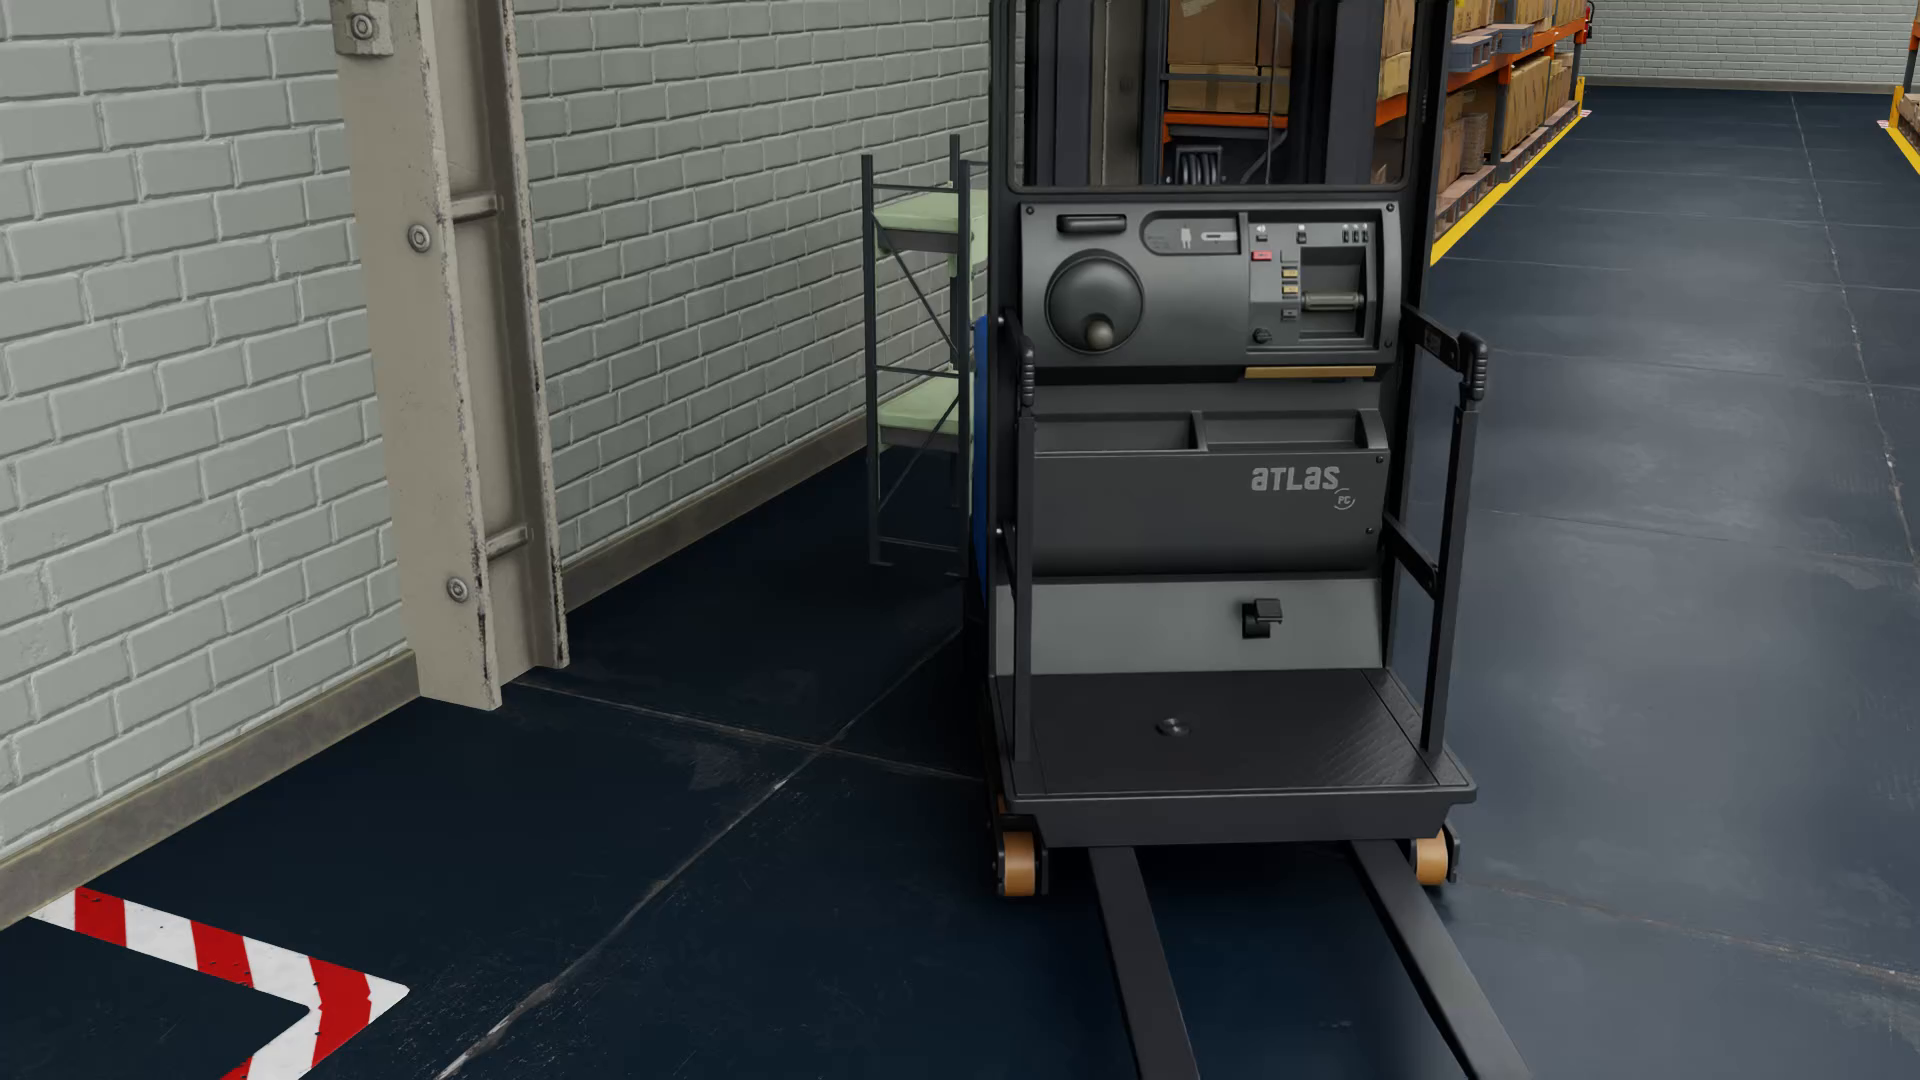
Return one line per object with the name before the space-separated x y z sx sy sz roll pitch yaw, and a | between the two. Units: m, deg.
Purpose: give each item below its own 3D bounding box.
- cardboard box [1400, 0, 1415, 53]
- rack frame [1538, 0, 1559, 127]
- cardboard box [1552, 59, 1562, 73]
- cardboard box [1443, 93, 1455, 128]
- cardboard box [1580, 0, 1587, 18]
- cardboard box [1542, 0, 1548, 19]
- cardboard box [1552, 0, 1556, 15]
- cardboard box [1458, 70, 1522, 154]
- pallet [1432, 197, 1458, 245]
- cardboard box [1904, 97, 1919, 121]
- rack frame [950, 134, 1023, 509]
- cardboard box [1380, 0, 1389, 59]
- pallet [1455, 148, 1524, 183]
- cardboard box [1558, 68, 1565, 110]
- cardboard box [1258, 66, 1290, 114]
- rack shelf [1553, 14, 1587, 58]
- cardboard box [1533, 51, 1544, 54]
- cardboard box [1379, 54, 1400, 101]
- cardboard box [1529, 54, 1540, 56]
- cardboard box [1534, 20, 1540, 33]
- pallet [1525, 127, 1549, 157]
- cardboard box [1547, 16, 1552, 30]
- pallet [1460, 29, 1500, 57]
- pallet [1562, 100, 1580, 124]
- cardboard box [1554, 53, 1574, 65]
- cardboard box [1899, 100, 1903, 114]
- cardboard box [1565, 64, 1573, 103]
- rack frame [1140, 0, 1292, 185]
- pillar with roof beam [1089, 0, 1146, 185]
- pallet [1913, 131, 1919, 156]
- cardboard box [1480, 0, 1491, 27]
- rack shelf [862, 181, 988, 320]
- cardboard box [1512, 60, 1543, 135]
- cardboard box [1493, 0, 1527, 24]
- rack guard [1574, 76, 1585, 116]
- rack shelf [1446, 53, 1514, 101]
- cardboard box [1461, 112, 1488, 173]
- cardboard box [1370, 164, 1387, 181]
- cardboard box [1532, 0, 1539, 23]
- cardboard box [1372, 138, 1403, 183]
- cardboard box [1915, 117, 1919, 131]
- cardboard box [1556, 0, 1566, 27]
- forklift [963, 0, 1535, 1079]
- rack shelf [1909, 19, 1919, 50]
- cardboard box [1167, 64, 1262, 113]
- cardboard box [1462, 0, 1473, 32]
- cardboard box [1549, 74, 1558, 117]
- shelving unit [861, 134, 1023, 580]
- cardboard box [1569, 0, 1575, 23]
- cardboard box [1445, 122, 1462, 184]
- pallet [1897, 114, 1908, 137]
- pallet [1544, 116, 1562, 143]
cardboard box | 2.585 -3.343 10.468 0.500 0.500 0.500 9 22 24
rack frame | 6.400 -6.149 19.281 1.000 3.000 0.127 9 21 23
cardboard box | 7.320 -5.928 20.797 0.380 0.149 0.250 8 21 21
cardboard box | 4.018 -3.758 14.514 0.500 0.250 0.500 8 21 22
cardboard box | 7.838 -7.355 22.227 0.980 0.700 0.700 10 22 25
cardboard box | 6.027 -5.860 17.846 0.500 0.500 0.500 9 21 23
cardboard box | 6.440 -6.170 18.717 0.500 0.500 0.500 8 21 22
cardboard box | 5.182 -4.318 16.714 0.750 0.750 0.750 8 21 22
pallet | 3.441 -2.627 13.542 1.003 0.211 1.213 9 21 23
cardboard box | 11.667 -5.172 19.981 0.500 0.250 0.500 9 21 23
rack frame | 0.147 -0.816 6.526 0.400 1.500 0.023 9 21 23
cardboard box | 2.167 -3.027 9.578 0.500 0.500 0.500 9 21 23
pallet | 5.153 -3.843 16.959 1.003 0.211 1.213 9 21 23
cardboard box | 7.432 -5.857 21.565 0.700 0.500 0.500 8 21 21
cardboard box | 1.975 -2.525 9.285 0.500 0.250 0.500 8 21 21
rack shelf | 7.219 -6.421 21.121 1.077 0.370 4.000 9 21 23
cardboard box | 7.711 -6.535 22.504 0.380 0.149 0.250 9 21 23
cardboard box | 2.389 -2.840 10.173 0.500 0.250 0.500 8 21 22
cardboard box | 7.401 -6.304 21.853 0.380 0.149 0.250 9 21 23
cardboard box | 6.075 -5.590 18.055 0.380 0.149 0.250 9 21 23
pallet | 6.152 -4.589 19.056 1.003 0.211 1.213 9 21 23
cardboard box | 6.438 -5.817 18.694 0.380 0.149 0.250 9 21 24
pallet | 3.988 -4.225 14.158 1.003 0.211 1.213 9 21 23
pallet | 7.781 -5.802 22.469 1.003 0.211 1.213 9 21 23
cardboard box | 7.956 -6.405 22.138 0.380 0.149 0.250 8 21 22
cardboard box | 11.971 -5.408 20.770 0.380 0.166 0.250 9 21 23
cardboard box | 7.842 -6.164 22.428 0.700 0.500 0.500 9 21 23
rack frame | 1.486 -2.480 8.966 1.000 3.000 0.127 9 21 23
pillar with roof beam | 4.911 -5.049 7.236 9.100 9.000 0.400 9 21 23
pallet | 11.202 -4.366 18.430 1.003 0.211 1.213 9 21 23
cardboard box | 4.374 -4.861 14.854 0.700 0.500 0.500 6 21 18
rack shelf | -0.003 -1.072 6.081 0.431 0.370 0.720 9 21 23
cardboard box | 5.891 -4.845 18.197 0.750 0.750 0.750 9 22 24
cardboard box | 5.194 -5.236 16.092 0.500 0.500 0.500 9 22 24
rack guard | 8.047 -6.201 23.159 1.175 0.500 0.348 9 21 23
rack shelf | 3.943 -3.975 14.244 1.077 0.370 4.000 9 21 23
cardboard box | 4.514 -3.728 15.549 0.700 0.500 0.500 9 21 23
cardboard box | 2.735 -2.410 11.842 0.500 0.500 0.500 7 21 19
cardboard box | 5.621 -5.546 16.965 0.500 0.500 0.500 8 21 22
cardboard box | 3.410 -2.960 13.389 0.700 0.500 0.500 9 22 25
cardboard box | 10.994 -4.670 18.722 0.380 0.149 0.250 9 21 23
cardboard box | 6.637 -6.454 19.691 0.980 0.700 0.700 9 21 24
forklift | 0.624 -0.625 3.851 1.130 2.935 3.031 -1 20 -3
rack shelf | 11.739 -5.742 19.213 1.077 0.370 4.000 9 21 23
cardboard box | 1.500 -2.589 9.465 0.500 0.250 0.500 9 21 23
cardboard box | 3.840 -4.484 13.794 0.700 0.500 0.500 12 23 30
cardboard box | 7.008 -5.536 20.664 0.700 0.500 0.500 8 21 22
shelving unit | -0.003 -0.705 6.212 0.431 1.500 0.755 9 21 23
cardboard box | 7.229 -6.900 20.946 0.980 0.700 0.700 7 21 20
cardboard box | 4.020 -3.431 14.713 0.700 0.500 0.500 8 21 22
pallet | 12.202 -5.112 20.528 1.003 0.211 1.213 9 21 23
pallet | 6.782 -5.056 20.372 1.003 0.211 1.213 9 21 23
